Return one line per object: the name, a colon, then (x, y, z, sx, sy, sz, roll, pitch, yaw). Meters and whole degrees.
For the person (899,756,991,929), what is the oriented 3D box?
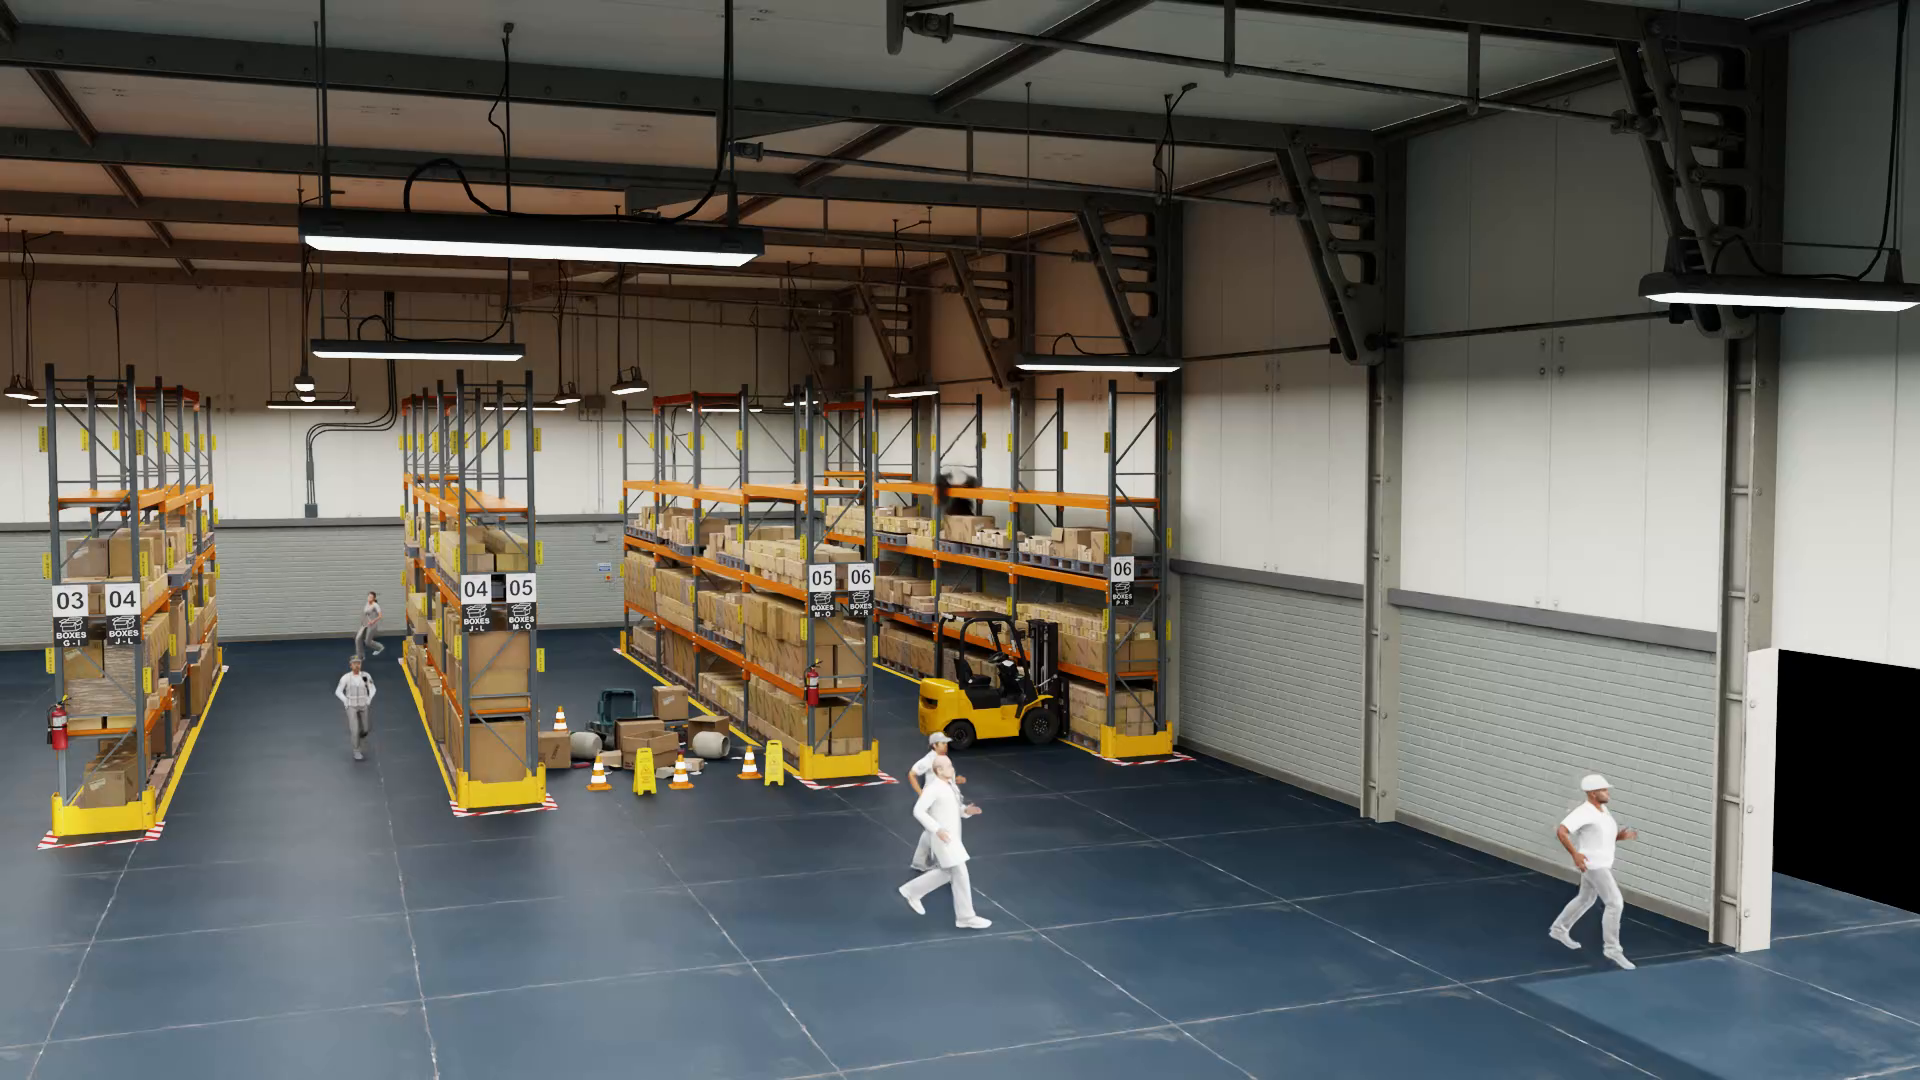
person: (-0.166, 3.103, 17.172, 1.020, 1.754, 0.710, 1, 3, 14)

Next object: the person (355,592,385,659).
person: (-13.533, 1.980, 38.336, 0.676, 1.610, 0.760, 2, 4, 34)

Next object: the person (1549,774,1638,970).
person: (6.118, 3.169, 16.061, 0.820, 1.821, 0.677, 2, 4, 30)

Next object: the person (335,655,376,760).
person: (-9.575, 2.633, 26.383, 0.614, 1.647, 0.560, -2, 4, -28)

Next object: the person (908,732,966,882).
person: (-0.256, 3.060, 19.110, 0.679, 1.714, 0.589, 1, 3, 15)
